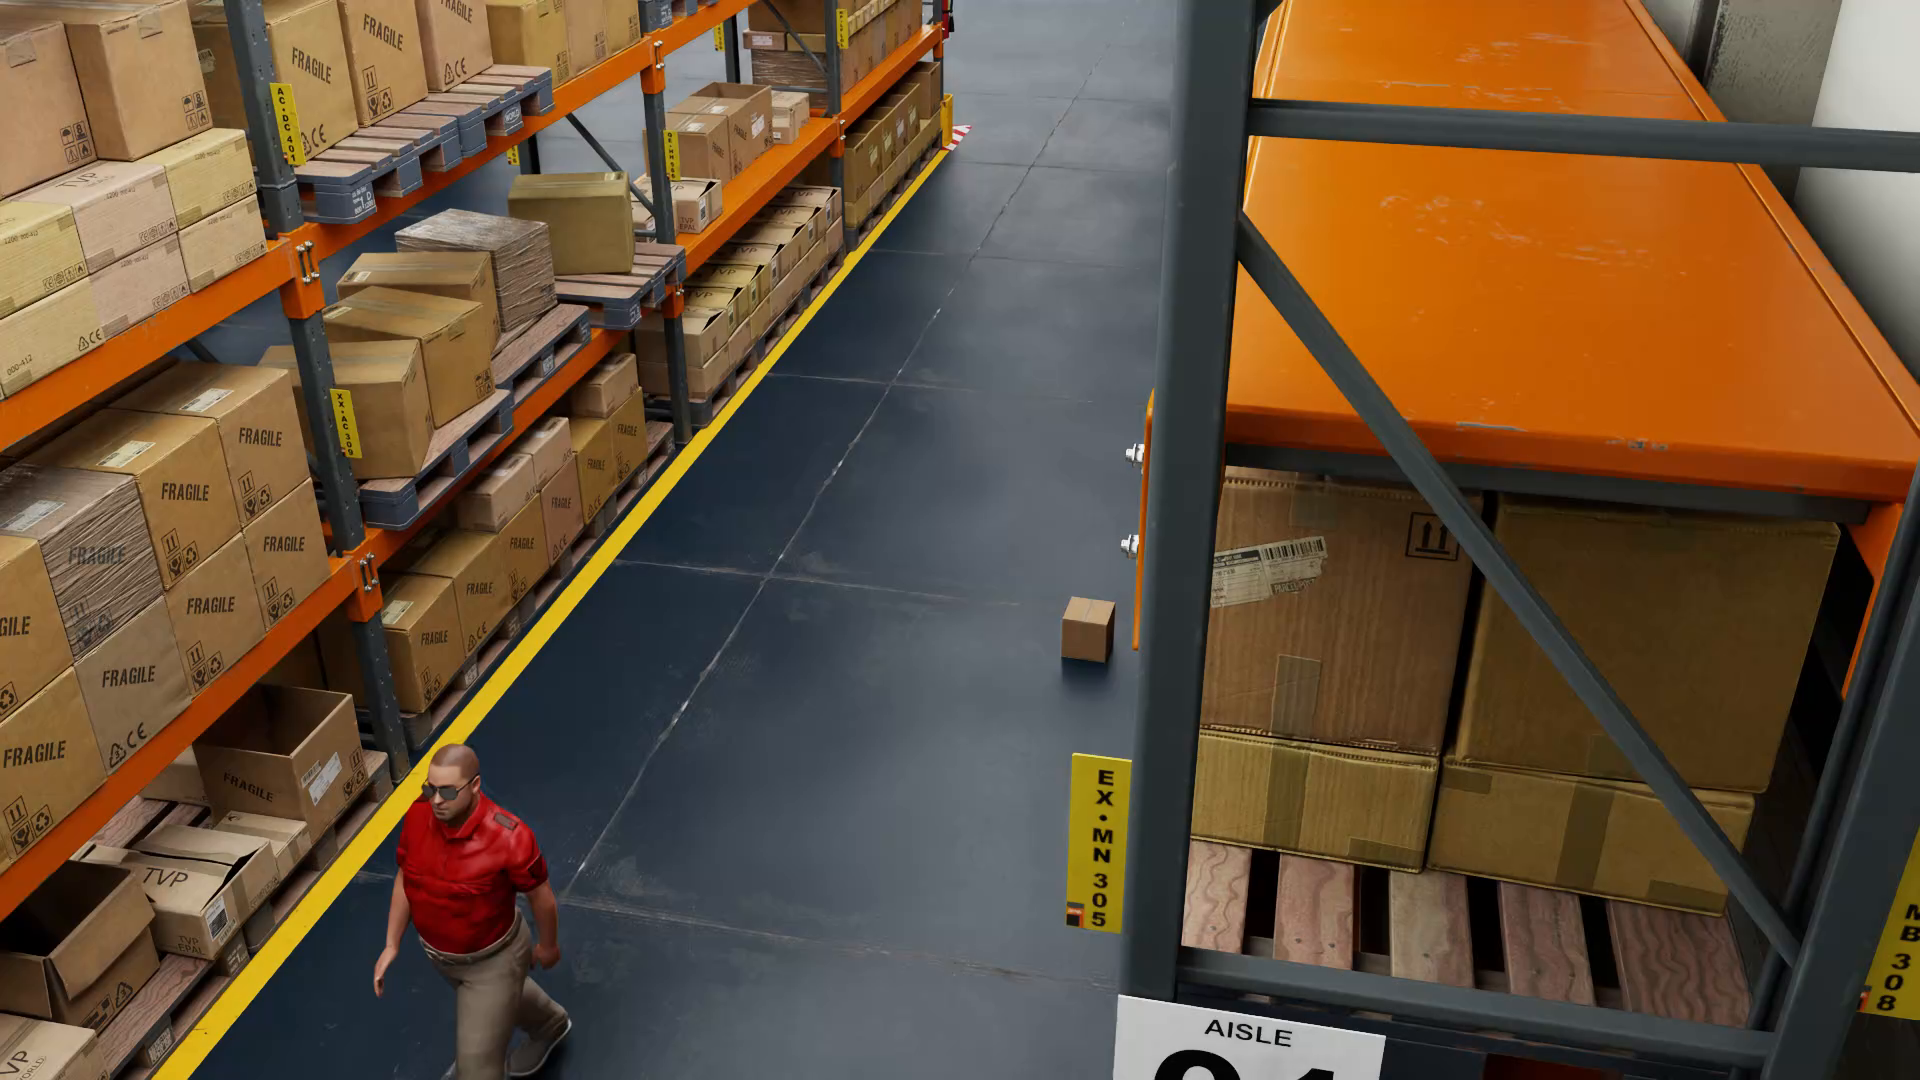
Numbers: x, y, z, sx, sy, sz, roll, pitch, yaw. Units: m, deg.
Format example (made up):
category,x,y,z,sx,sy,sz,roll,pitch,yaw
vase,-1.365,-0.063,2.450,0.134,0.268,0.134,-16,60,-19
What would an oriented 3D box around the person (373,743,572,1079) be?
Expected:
category,x,y,z,sx,sy,sz,roll,pitch,yaw
person,-1.776,1.476,5.911,0.542,1.663,1.019,14,32,25
